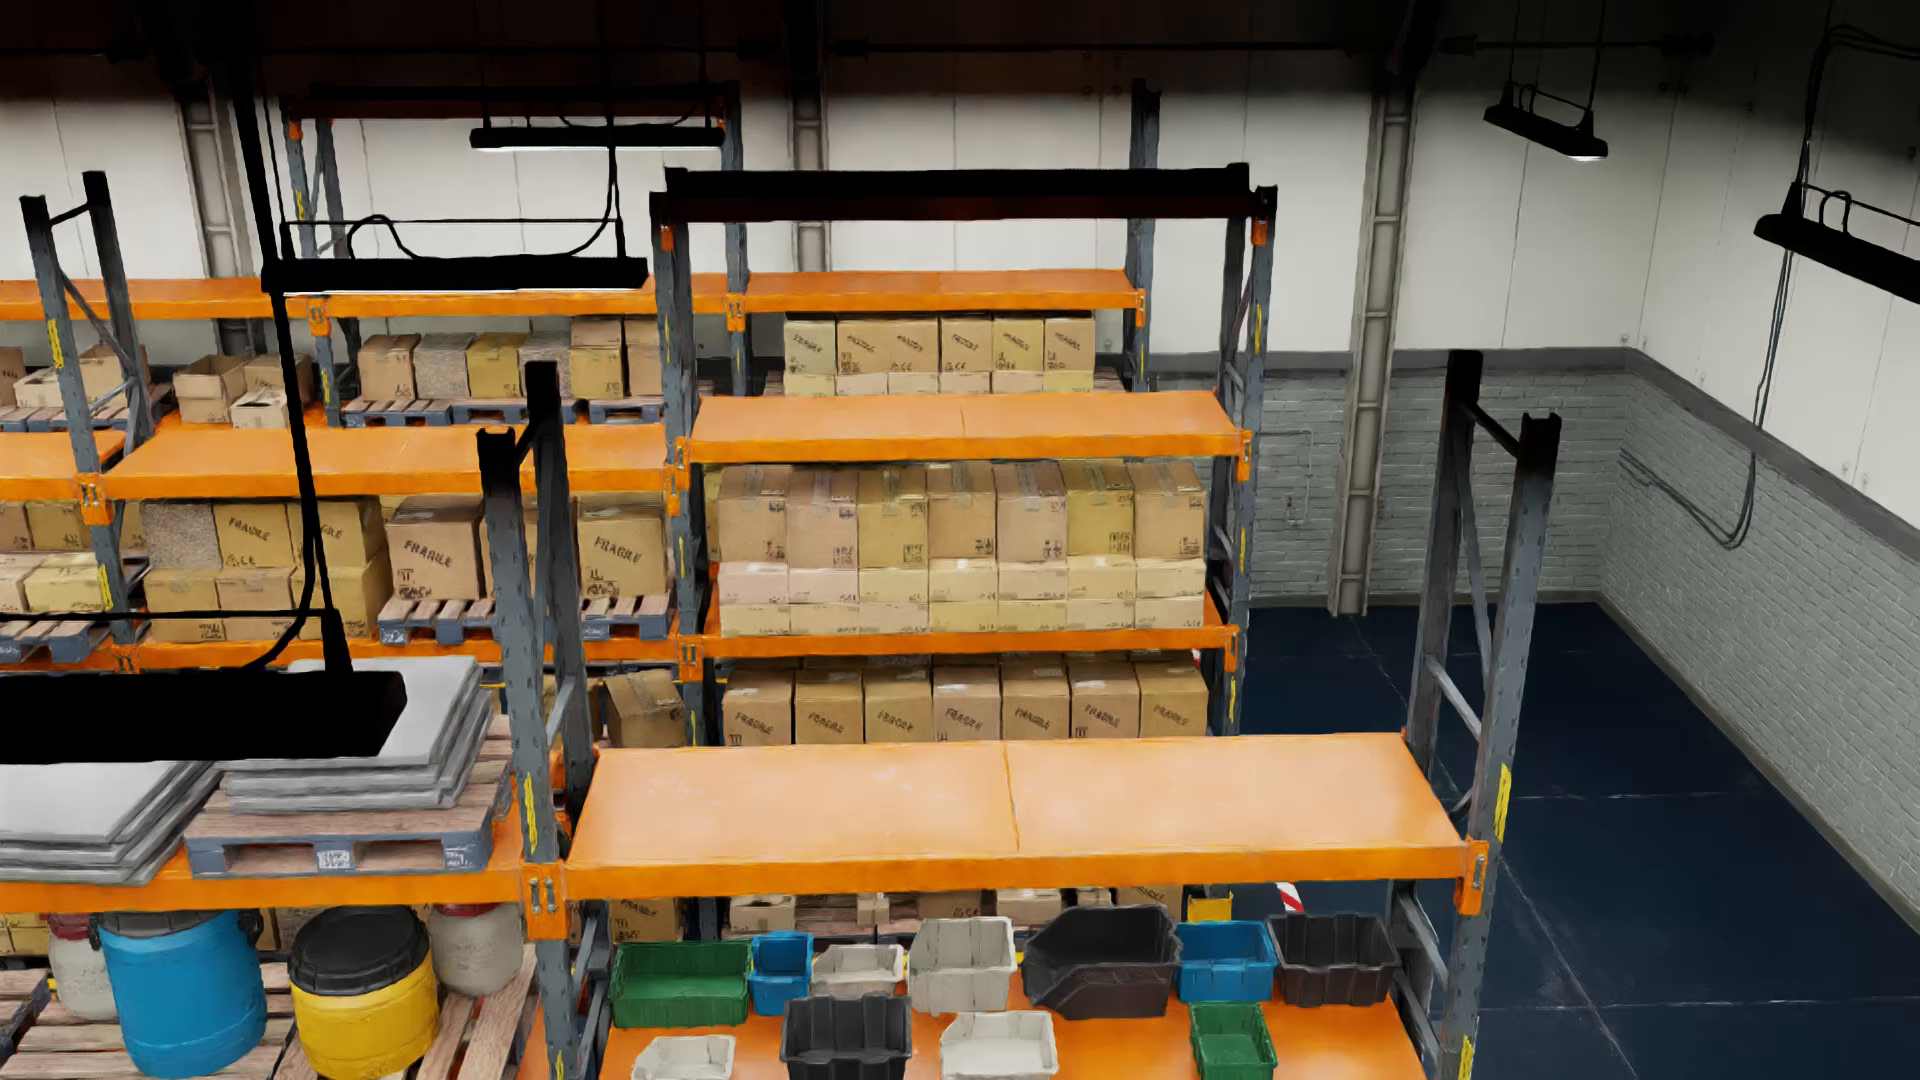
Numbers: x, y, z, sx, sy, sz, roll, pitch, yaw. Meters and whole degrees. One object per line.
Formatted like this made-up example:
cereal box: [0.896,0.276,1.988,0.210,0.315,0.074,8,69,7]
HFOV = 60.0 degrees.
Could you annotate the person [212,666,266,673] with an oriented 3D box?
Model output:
person: [-7.039,1.097,16.234,0.596,1.641,0.386,-10,24,-23]
